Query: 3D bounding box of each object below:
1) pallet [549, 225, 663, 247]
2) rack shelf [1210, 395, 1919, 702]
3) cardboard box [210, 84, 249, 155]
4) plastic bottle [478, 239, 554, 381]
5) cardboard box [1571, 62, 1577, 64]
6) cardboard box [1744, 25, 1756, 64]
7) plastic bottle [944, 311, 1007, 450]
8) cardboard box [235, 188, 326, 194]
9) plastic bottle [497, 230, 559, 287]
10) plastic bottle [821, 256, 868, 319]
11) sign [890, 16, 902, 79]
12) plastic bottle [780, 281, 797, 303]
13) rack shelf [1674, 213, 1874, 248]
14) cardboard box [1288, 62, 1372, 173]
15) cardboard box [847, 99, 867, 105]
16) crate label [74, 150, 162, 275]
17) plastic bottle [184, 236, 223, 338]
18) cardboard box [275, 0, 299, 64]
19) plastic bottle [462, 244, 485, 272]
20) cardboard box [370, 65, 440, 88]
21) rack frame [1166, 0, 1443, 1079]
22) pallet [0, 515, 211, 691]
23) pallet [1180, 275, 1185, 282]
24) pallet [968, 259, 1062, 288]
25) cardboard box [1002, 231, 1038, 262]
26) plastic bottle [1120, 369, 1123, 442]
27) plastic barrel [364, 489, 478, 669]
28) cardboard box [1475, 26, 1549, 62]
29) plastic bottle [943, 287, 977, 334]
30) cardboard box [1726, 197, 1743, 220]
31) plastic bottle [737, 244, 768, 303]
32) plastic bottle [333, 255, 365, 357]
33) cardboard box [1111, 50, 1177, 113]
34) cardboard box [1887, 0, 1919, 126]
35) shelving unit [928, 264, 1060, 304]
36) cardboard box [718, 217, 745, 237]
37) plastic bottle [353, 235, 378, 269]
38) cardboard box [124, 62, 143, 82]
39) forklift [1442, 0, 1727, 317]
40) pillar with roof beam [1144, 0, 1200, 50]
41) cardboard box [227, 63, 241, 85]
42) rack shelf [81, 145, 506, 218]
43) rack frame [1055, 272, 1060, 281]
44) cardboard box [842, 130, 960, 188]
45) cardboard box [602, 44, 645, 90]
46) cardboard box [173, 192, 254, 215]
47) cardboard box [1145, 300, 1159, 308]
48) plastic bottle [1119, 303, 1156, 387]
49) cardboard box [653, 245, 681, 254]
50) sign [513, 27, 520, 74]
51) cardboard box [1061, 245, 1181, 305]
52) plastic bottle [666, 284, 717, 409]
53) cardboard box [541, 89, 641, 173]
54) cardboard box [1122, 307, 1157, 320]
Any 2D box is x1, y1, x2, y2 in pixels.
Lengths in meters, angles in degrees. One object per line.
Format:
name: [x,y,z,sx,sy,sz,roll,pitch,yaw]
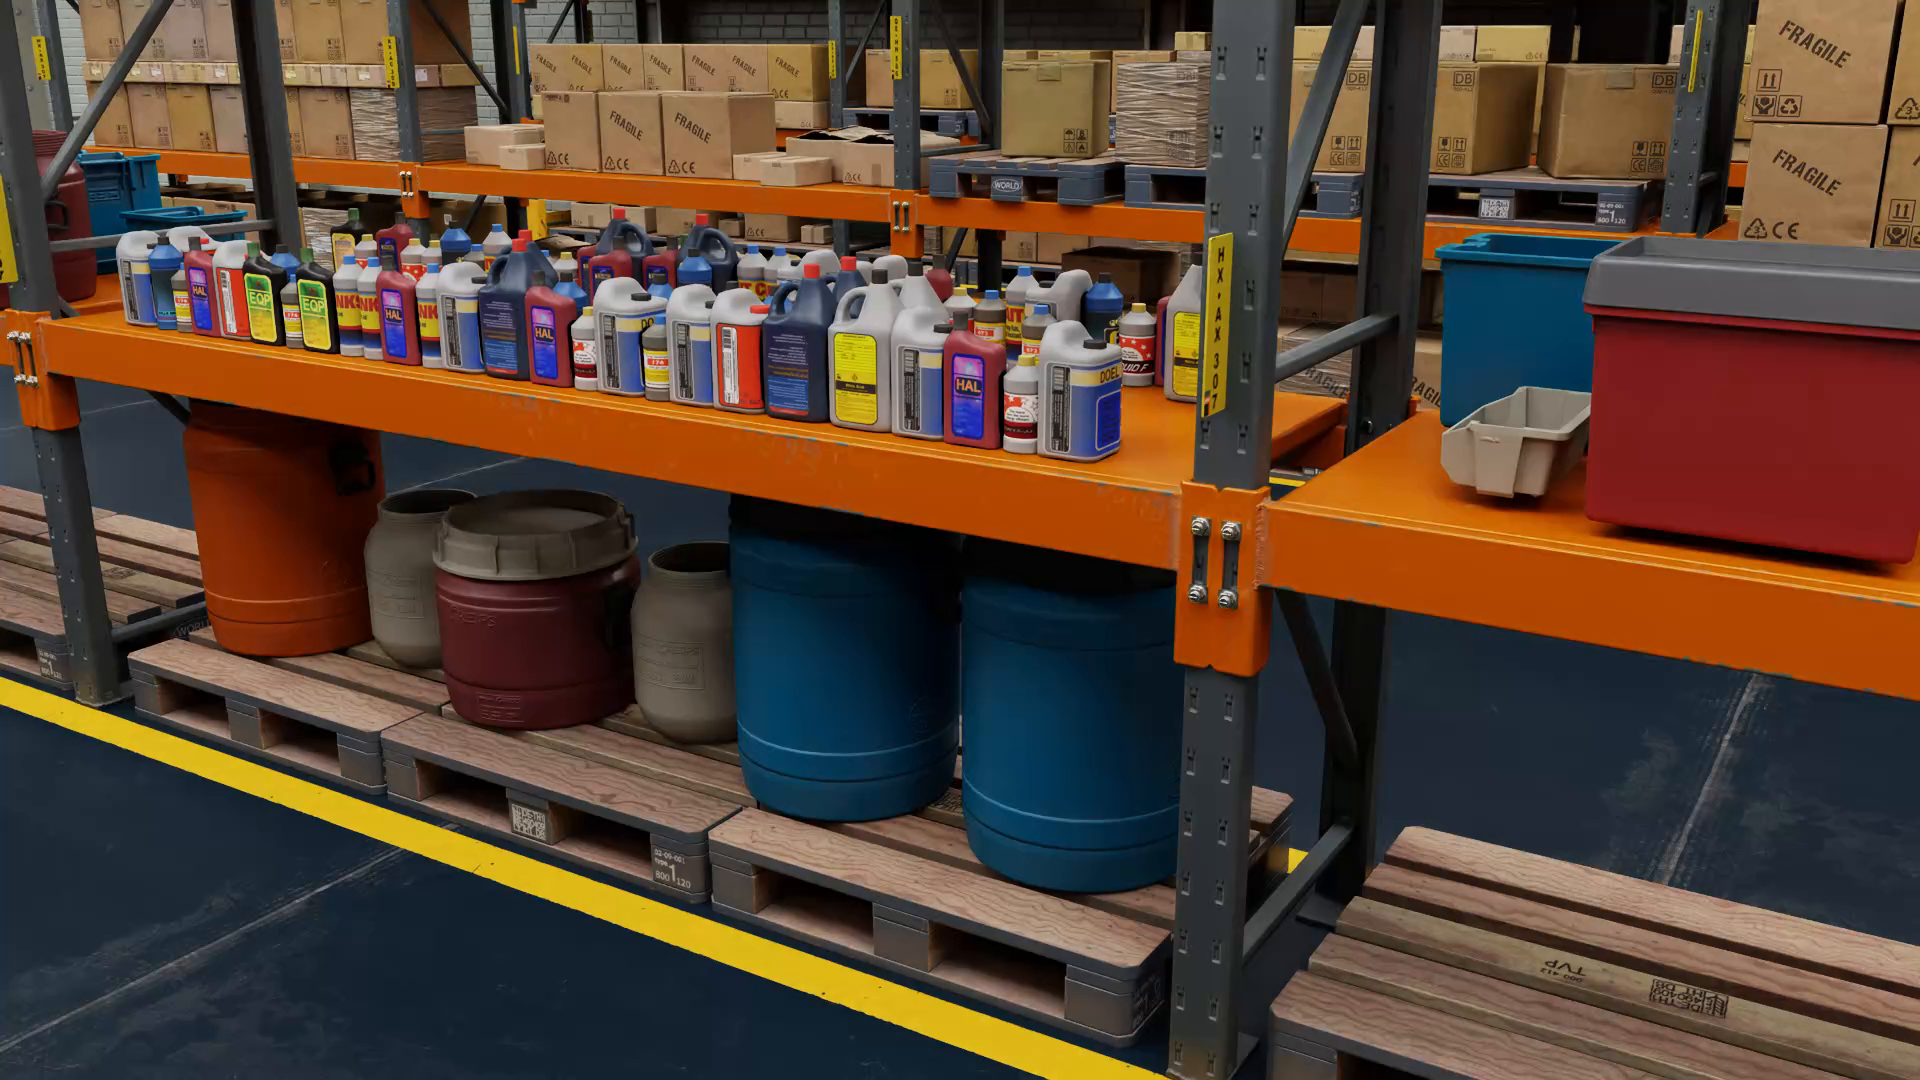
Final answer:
pallet: [-3.544,-3.194,17.534,1.213,0.211,1.003,10,20,30]
rack shelf: [2.462,0.255,2.619,4.000,0.370,1.077,10,20,30]
cardboard box: [-5.160,-3.184,12.530,0.500,0.500,0.700,11,20,32]
plastic bottle: [-1.135,-0.596,4.268,0.185,0.351,0.144,10,20,30]
cardboard box: [4.554,-3.208,12.064,0.500,0.500,0.500,10,20,30]
cardboard box: [5.411,-3.413,11.449,0.500,0.250,0.500,11,20,31]
plastic bottle: [0.032,-0.341,3.545,0.133,0.283,0.061,10,20,30]
cardboard box: [-5.400,-2.533,13.277,0.500,0.500,0.500,10,20,30]
plastic bottle: [-1.170,-0.654,4.459,0.185,0.351,0.144,10,20,30]
plastic bottle: [-0.279,-0.493,3.927,0.185,0.351,0.144,10,20,30]
sign: [-0.343,-2.644,8.933,0.005,0.325,0.100,10,20,30]
plastic bottle: [-0.473,-0.606,4.556,0.097,0.201,0.097,0,17,0]
rack shelf: [5.058,-0.971,6.656,4.000,0.370,1.077,10,20,30]
cardboard box: [1.816,-2.122,8.311,0.500,0.500,0.700,5,18,16]
cardboard box: [-1.163,-4.126,16.029,0.500,0.250,0.500,10,20,31]
crate label: [-3.356,-1.237,6.232,0.616,0.435,0.502,10,20,30]
plastic bottle: [-2.195,-0.739,4.854,0.133,0.283,0.061,10,20,30]
cardboard box: [-4.703,-3.724,12.076,0.500,0.500,0.700,10,20,30]
plastic bottle: [-1.548,-0.849,5.359,0.097,0.201,0.097,0,17,0]
cardboard box: [-3.807,-3.183,11.411,0.250,0.149,0.380,10,20,30]
rack frame: [0.758,-0.394,3.516,0.127,3.000,1.000,10,20,30]
pallet: [-3.290,0.205,6.344,1.213,0.211,1.003,10,20,30]
pallet: [1.869,-2.241,14.394,1.213,0.211,1.003,10,20,30]
pallet: [0.834,-2.426,15.006,1.213,0.211,1.003,10,20,30]
cardboard box: [0.642,-2.817,15.037,0.500,0.500,0.700,10,20,31]
plastic bottle: [0.302,-0.312,3.590,0.097,0.201,0.097,0,17,0]
plastic barrel: [-1.697,0.121,5.378,0.421,0.512,0.421,0,17,0]
cardboard box: [4.111,-3.649,12.223,0.500,0.250,0.500,10,19,29]
plastic bottle: [0.001,-0.573,4.448,0.097,0.201,0.097,0,17,0]
cardboard box: [5.321,-2.086,12.064,0.750,0.750,0.750,10,20,31]
plastic bottle: [-0.591,-0.712,4.786,0.097,0.271,0.097,0,17,0]
plastic bottle: [-1.662,-0.644,4.563,0.097,0.271,0.097,0,17,0]
cardboard box: [1.638,-3.861,14.003,0.500,0.500,0.700,8,19,25]
cardboard box: [4.048,-1.926,6.669,0.500,0.500,0.500,9,19,28]
shelving unit: [0.141,-0.549,7.124,0.503,1.200,0.258,10,20,30]
cardboard box: [-2.227,-3.159,16.767,0.250,0.149,0.380,8,19,26]
plastic bottle: [-1.994,-0.929,5.620,0.097,0.201,0.097,0,17,0]
cardboard box: [-6.212,-3.612,12.825,0.250,0.149,0.380,10,20,30]
forklift: [3.421,-2.357,10.097,3.031,2.935,1.130,10,19,29]
pillar with roof beam: [-0.374,-5.672,10.571,0.400,9.000,9.100,10,20,30]
cardboard box: [-5.116,-3.416,12.179,0.250,0.149,0.380,11,20,32]
rack shelf: [-5.168,-2.797,12.665,4.000,0.370,1.077,10,20,30]
rack frame: [0.349,-0.512,7.002,0.015,1.200,0.240,10,20,30]
cardboard box: [-0.342,-2.252,9.786,0.500,0.311,0.500,12,20,33]
cardboard box: [-3.180,-4.664,16.509,0.500,0.500,0.500,9,19,28]
cardboard box: [-5.672,-2.404,12.853,0.500,0.500,0.500,10,20,30]
cardboard box: [1.306,-1.080,9.319,0.500,0.500,0.500,9,19,28]
plastic bottle: [0.447,-0.493,4.186,0.097,0.201,0.097,0,17,0]
cardboard box: [-2.098,-1.846,11.339,0.500,0.311,0.500,10,20,30]
sign: [-3.188,-3.489,11.849,0.005,0.325,0.100,10,20,30]
cardboard box: [0.915,-1.510,9.444,0.500,0.250,0.500,11,20,32]
plastic bottle: [-0.603,-0.467,3.971,0.135,0.276,0.152,10,20,30]
cardboard box: [-2.369,-2.683,10.882,0.500,0.500,0.500,12,21,34]
cardboard box: [1.057,-0.947,8.881,0.500,0.500,0.500,10,19,29]
